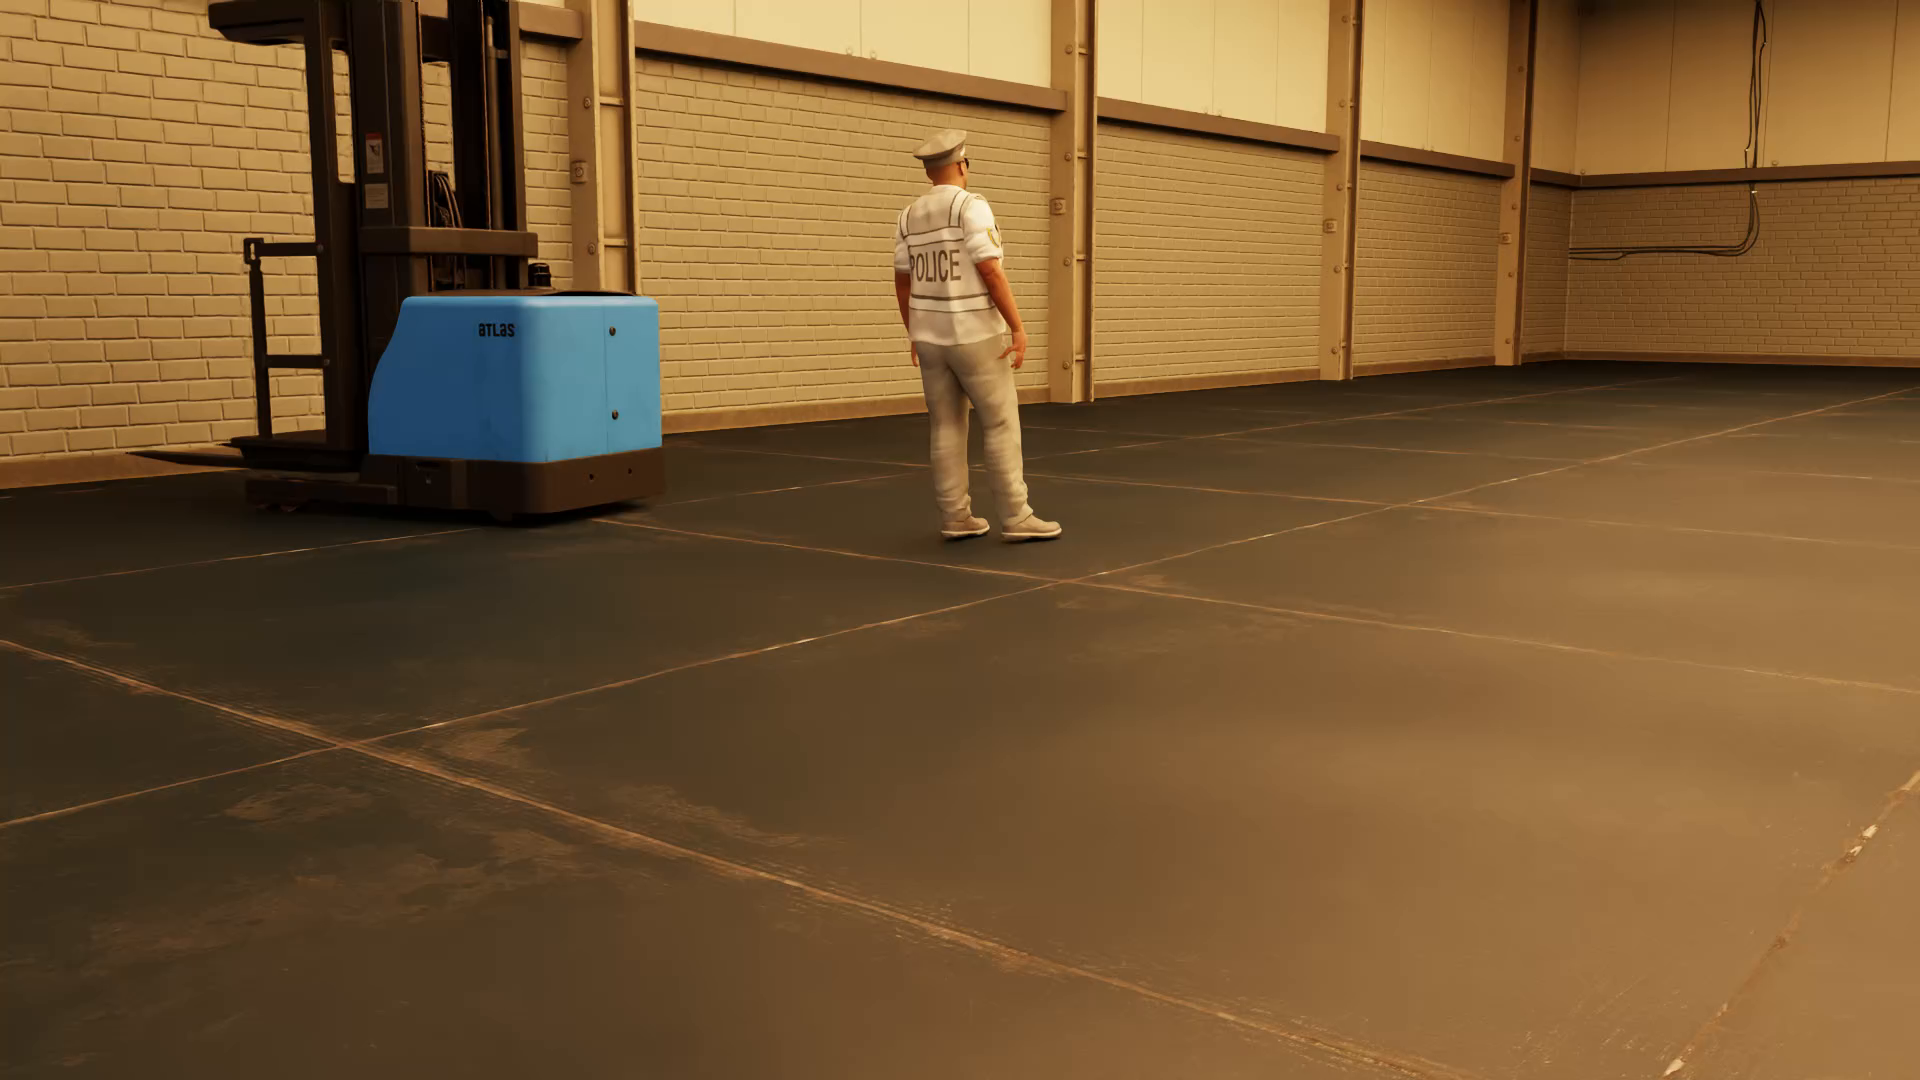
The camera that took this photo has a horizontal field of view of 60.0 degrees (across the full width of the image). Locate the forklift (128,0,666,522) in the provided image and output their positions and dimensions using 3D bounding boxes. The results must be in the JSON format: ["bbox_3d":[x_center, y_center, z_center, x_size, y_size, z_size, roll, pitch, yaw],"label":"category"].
[{"bbox_3d":[-3.071,-1.658,8.609,3.031,2.935,1.130,4,9,26],"label":"forklift"}]

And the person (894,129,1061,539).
[{"bbox_3d":[0.058,-0.898,7.328,0.641,1.781,0.574,7,11,38],"label":"person"}]
